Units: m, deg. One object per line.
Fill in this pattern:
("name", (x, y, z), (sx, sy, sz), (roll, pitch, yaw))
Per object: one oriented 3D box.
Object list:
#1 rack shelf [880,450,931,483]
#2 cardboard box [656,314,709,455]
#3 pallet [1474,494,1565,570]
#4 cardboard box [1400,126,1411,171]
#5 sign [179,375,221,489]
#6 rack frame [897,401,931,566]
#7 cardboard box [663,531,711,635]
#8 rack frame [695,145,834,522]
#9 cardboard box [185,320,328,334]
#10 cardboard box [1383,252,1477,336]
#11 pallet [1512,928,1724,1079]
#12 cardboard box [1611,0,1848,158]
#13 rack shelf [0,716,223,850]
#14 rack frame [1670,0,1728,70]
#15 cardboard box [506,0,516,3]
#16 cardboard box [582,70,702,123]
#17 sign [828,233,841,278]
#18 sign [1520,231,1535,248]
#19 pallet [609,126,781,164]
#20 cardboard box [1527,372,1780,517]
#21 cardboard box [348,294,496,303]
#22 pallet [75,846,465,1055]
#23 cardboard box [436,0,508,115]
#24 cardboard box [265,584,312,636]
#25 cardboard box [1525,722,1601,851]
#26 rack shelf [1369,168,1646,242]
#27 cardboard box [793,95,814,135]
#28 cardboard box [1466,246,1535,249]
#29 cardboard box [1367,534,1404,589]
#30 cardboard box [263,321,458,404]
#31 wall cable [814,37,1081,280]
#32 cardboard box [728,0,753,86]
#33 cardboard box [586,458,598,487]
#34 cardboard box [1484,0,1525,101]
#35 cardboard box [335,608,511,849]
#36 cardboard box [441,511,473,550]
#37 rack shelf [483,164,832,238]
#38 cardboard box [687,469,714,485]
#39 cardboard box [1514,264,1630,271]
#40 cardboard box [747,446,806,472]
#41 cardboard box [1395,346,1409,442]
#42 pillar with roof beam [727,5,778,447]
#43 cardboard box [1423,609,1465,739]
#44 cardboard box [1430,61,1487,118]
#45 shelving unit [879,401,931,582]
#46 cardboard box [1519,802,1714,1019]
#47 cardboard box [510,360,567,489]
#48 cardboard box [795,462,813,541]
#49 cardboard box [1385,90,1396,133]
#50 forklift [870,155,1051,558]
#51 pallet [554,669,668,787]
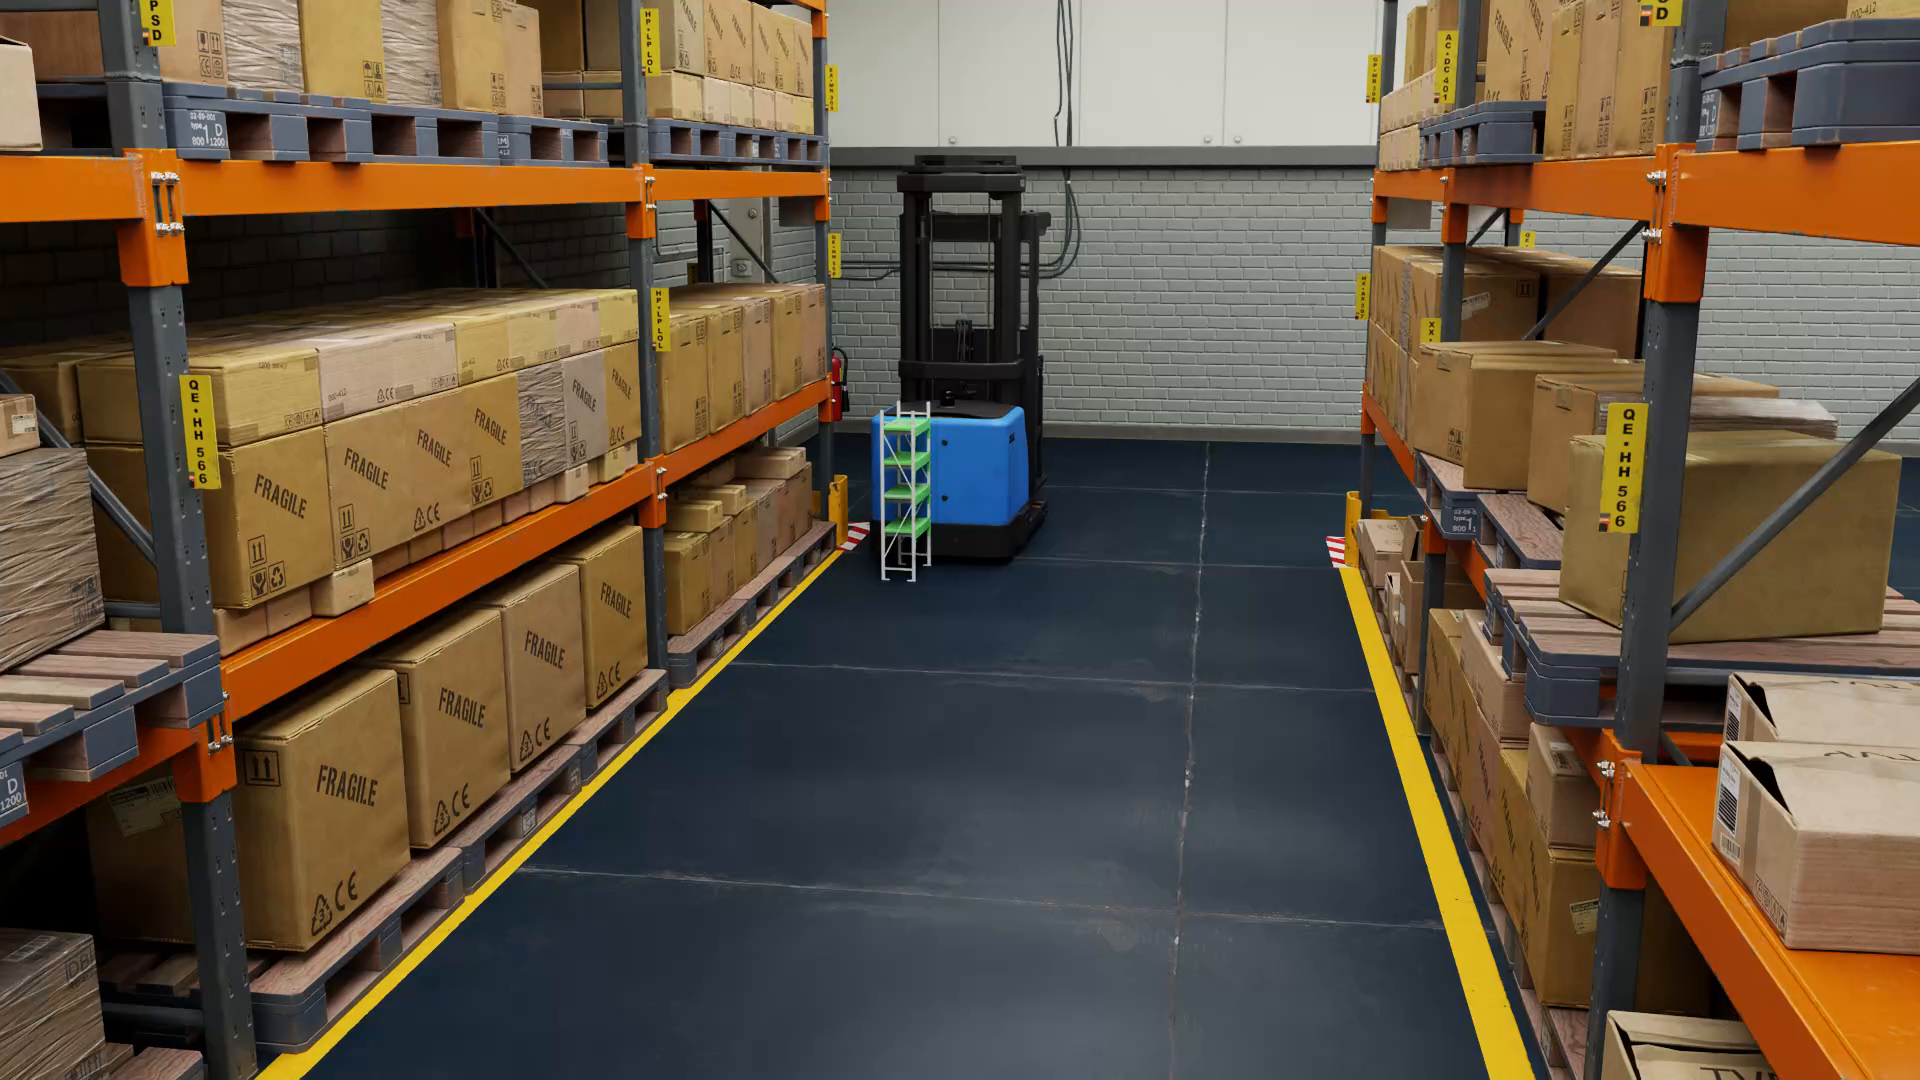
("rack shelf", (-0.382, -0.524, 11.740), (0.258, 0.148, 0.480), (2, 12, 11))
("cardboard box", (-1.989, -0.886, 9.274), (0.980, 0.700, 0.700), (2, 12, 10))
("pallet", (2.486, 0.054, 6.078), (1.003, 0.211, 1.213), (2, 12, 9))
("cardboard box", (2.856, -2.282, 9.700), (0.500, 0.250, 0.500), (2, 12, 9))
("sign", (-2.166, -0.306, 4.734), (0.100, 0.325, 0.005), (2, 12, 9))
("rack frame", (-0.333, -0.402, 12.010), (0.240, 1.200, 0.015), (2, 12, 11))
("cardboard box", (-1.872, 0.237, 9.710), (0.700, 0.500, 0.500), (2, 12, 9))
("rack frame", (-1.474, -1.460, 12.647), (1.000, 3.000, 0.127), (2, 12, 9))
("cardboard box", (-2.725, -0.682, 6.269), (0.500, 0.250, 0.500), (2, 12, 7))
("cardboard box", (2.938, -1.541, 10.413), (0.500, 0.500, 0.500), (2, 12, 9))
("pallet", (2.344, 1.574, 5.188), (1.003, 0.211, 1.213), (2, 12, 9))
("cardboard box", (2.225, -1.242, 4.279), (0.910, 0.500, 0.500), (2, 12, 9))
("rack shelf", (-3.012, 0.973, 3.064), (1.077, 0.370, 4.000), (2, 12, 9))
("rack frame", (2.191, -2.567, 3.547), (1.000, 3.000, 0.127), (2, 12, 9))
("cardboard box", (-2.354, -2.545, 7.501), (0.500, 0.250, 0.500), (3, 12, 13))
("cardboard box", (-1.722, -2.410, 9.057), (0.500, 0.250, 0.500), (2, 12, 8))
("sign", (-0.940, -2.121, 12.405), (0.100, 0.325, 0.005), (2, 12, 9))
("sign", (3.967, -1.998, 11.648), (0.100, 0.325, 0.005), (2, 12, 9))
("pallet", (-1.763, -2.473, 10.441), (1.003, 0.211, 1.213), (2, 12, 9))
("cardboard box", (2.596, -0.352, 6.272), (0.700, 0.500, 0.500), (-1, 12, -6))
("cardboard box", (-2.491, -1.001, 7.749), (0.500, 0.250, 0.500), (2, 12, 9))
("pallet", (-2.508, 1.407, 5.964), (1.003, 0.211, 1.213), (2, 12, 9))
("cardboard box", (-2.354, -2.060, 7.030), (0.700, 0.500, 0.500), (2, 12, 8))
("cardboard box", (-2.377, 0.205, 5.470), (0.380, 0.149, 0.250), (2, 12, 9))
("cardboard box", (2.108, 0.791, 5.311), (0.500, 0.250, 0.500), (2, 12, 11))
("rack shelf", (3.114, -1.998, 9.734), (1.077, 0.370, 4.000), (2, 12, 9))
("cardboard box", (-1.324, -2.946, 11.545), (0.500, 0.250, 0.500), (2, 12, 10))
("cardboard box", (3.625, -1.736, 11.319), (0.500, 0.500, 0.500), (2, 12, 8))
("cardboard box", (2.904, 0.141, 10.701), (0.500, 0.250, 0.500), (2, 12, 9))
("cardboard box", (-2.224, -0.667, 6.200), (0.500, 0.250, 0.500), (2, 12, 9))
("wall cable", (-0.251, -4.040, 17.752), (3.097, 2.526, 0.112), (2, 12, 9))
("cardboard box", (-1.558, -2.990, 9.972), (0.500, 0.500, 0.500), (2, 12, 9))
("cardboard box", (-1.961, -0.329, 7.948), (0.380, 0.149, 0.250), (2, 12, 10))
("cardboard box", (2.656, -2.134, 7.186), (0.600, 0.600, 0.600), (1, 12, 3))
("cardboard box", (-2.320, 0.720, 6.638), (0.750, 0.750, 0.750), (2, 12, 8))
("cardboard box", (-2.199, -0.062, 6.711), (0.380, 0.149, 0.250), (2, 12, 9))
("rack shelf", (-1.781, -2.158, 10.475), (1.077, 0.370, 4.000), (2, 12, 9))
("cardboard box", (-1.854, -0.380, 11.033), (0.380, 0.149, 0.250), (2, 12, 9))
("cardboard box", (3.236, -1.202, 8.838), (0.500, 0.500, 0.500), (1, 12, 7))
("cardboard box", (-1.322, -0.579, 11.956), (0.380, 0.149, 0.250), (2, 12, 8))
("cardboard box", (2.785, -0.843, 9.548), (0.500, 0.500, 0.500), (2, 12, 10))
("pillar with roof beam", (2.341, -4.843, 14.106), (9.100, 9.000, 0.400), (2, 12, 9))
("cardboard box", (2.491, 0.632, 7.829), (0.500, 0.500, 0.500), (1, 12, 6))
("cardboard box", (2.613, -2.215, 8.200), (0.500, 0.250, 0.500), (2, 12, 9))
("shelving unit", (-0.382, -0.352, 11.777), (0.258, 1.200, 0.503), (2, 12, 11))
("cardboard box", (2.103, 1.170, 5.335), (0.500, 0.500, 0.500), (2, 12, 11))
("cardboard box", (-2.065, -0.516, 7.278), (0.500, 0.500, 0.500), (2, 12, 9))
("cardboard box", (-1.482, -0.294, 12.175), (0.700, 0.500, 0.500), (2, 12, 9))
("cardboard box", (3.002, -2.735, 10.614), (0.500, 0.250, 0.500), (2, 12, 9))
("forklift", (0.120, -1.563, 13.287), (1.130, 2.935, 3.031), (2, 12, 11))
("pallet", (-2.133, 0.899, 8.321), (1.003, 0.211, 1.213), (2, 12, 9))
